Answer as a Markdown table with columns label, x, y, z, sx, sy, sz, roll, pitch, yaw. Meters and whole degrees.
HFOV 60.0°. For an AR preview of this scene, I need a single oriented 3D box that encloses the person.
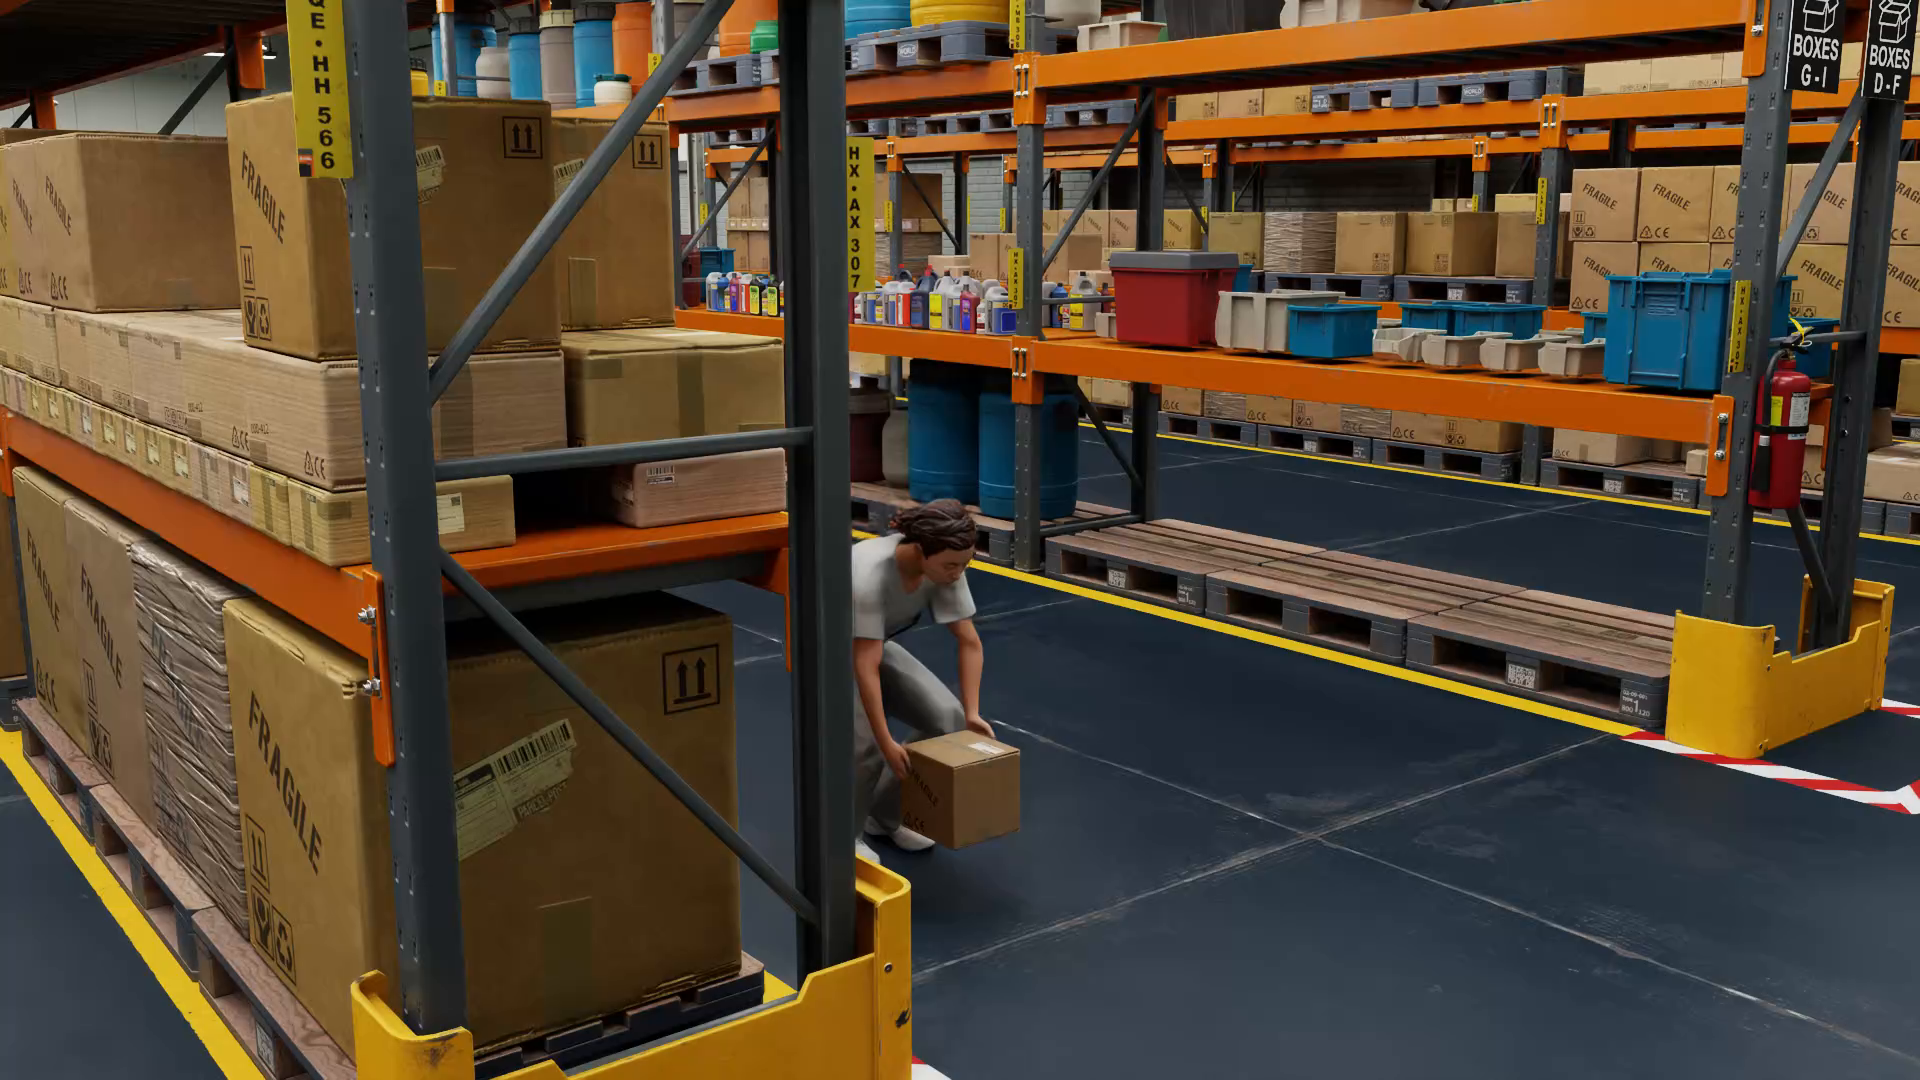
| label | x | y | z | sx | sy | sz | roll | pitch | yaw |
| --- | --- | --- | --- | --- | --- | --- | --- | --- | --- |
| person | -0.215 | 0.414 | 5.145 | 0.492 | 1.167 | 0.733 | -9 | 14 | -38 |
